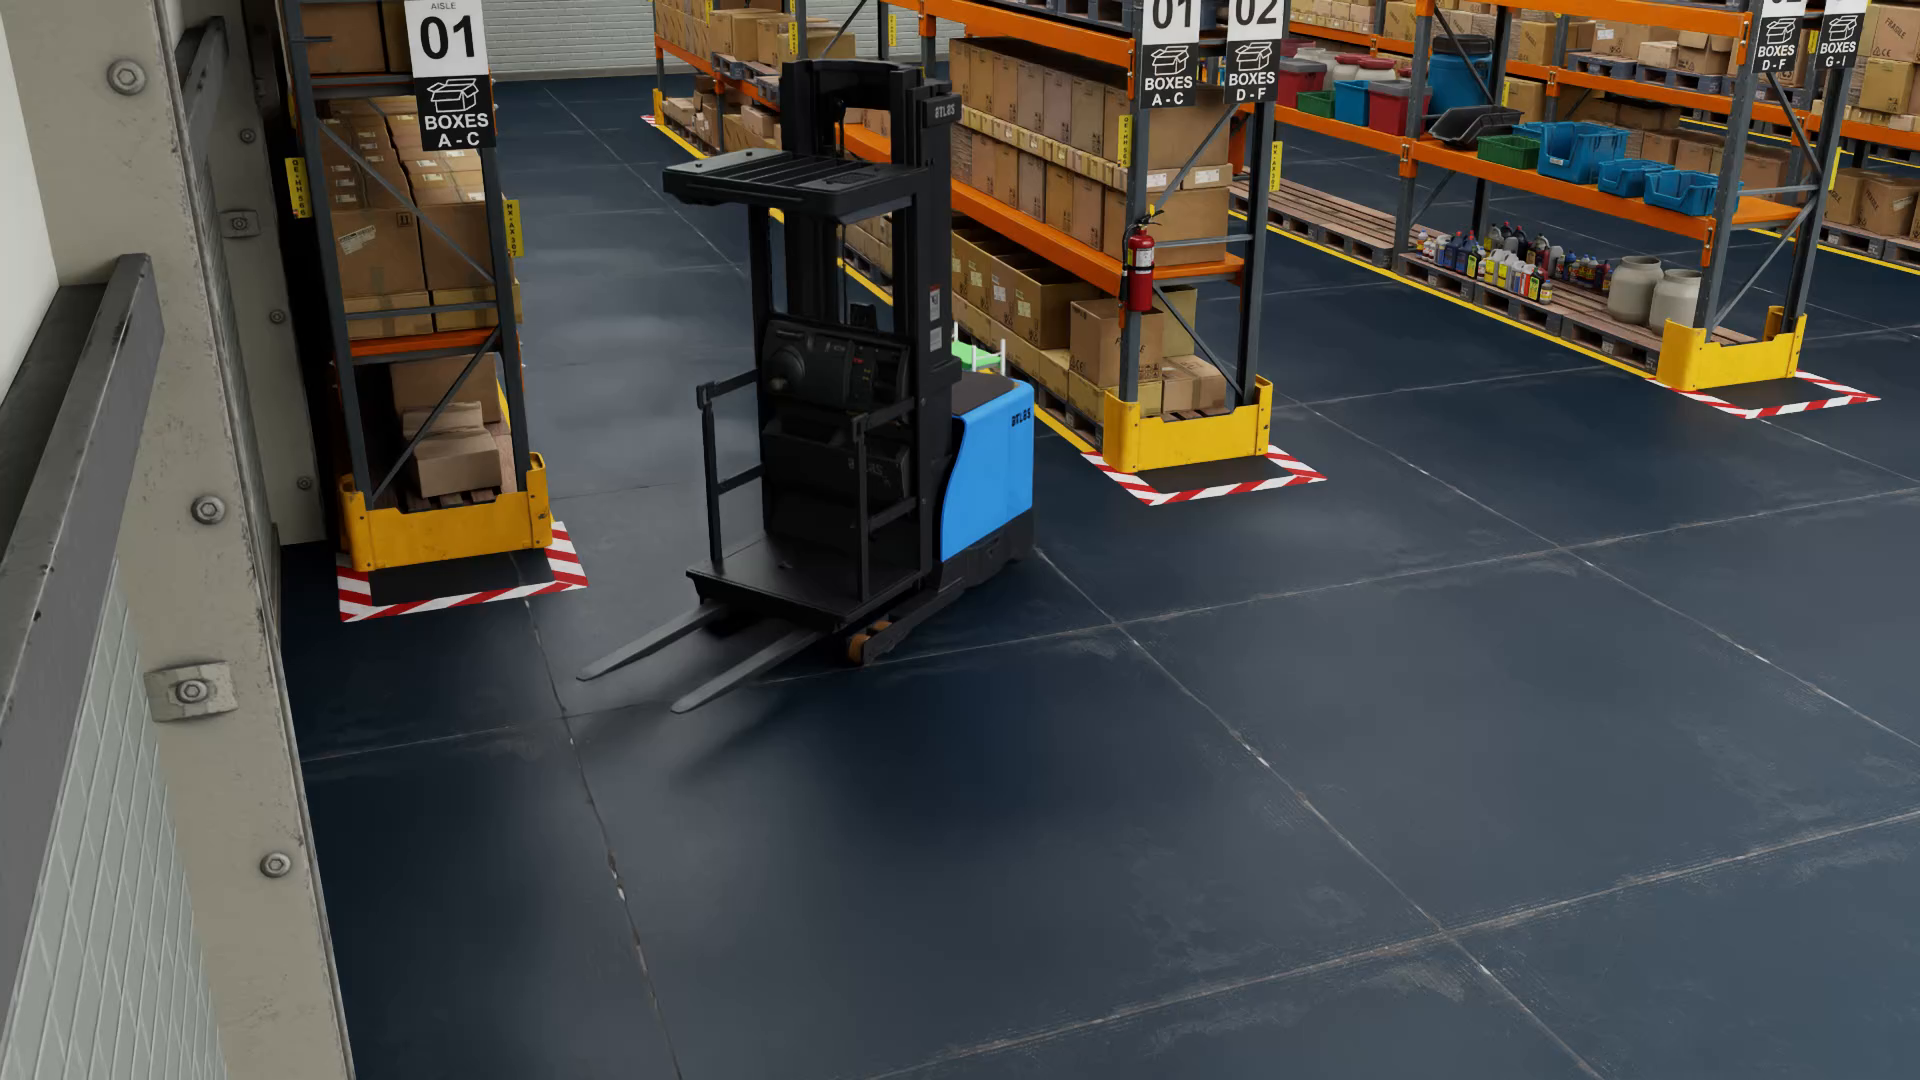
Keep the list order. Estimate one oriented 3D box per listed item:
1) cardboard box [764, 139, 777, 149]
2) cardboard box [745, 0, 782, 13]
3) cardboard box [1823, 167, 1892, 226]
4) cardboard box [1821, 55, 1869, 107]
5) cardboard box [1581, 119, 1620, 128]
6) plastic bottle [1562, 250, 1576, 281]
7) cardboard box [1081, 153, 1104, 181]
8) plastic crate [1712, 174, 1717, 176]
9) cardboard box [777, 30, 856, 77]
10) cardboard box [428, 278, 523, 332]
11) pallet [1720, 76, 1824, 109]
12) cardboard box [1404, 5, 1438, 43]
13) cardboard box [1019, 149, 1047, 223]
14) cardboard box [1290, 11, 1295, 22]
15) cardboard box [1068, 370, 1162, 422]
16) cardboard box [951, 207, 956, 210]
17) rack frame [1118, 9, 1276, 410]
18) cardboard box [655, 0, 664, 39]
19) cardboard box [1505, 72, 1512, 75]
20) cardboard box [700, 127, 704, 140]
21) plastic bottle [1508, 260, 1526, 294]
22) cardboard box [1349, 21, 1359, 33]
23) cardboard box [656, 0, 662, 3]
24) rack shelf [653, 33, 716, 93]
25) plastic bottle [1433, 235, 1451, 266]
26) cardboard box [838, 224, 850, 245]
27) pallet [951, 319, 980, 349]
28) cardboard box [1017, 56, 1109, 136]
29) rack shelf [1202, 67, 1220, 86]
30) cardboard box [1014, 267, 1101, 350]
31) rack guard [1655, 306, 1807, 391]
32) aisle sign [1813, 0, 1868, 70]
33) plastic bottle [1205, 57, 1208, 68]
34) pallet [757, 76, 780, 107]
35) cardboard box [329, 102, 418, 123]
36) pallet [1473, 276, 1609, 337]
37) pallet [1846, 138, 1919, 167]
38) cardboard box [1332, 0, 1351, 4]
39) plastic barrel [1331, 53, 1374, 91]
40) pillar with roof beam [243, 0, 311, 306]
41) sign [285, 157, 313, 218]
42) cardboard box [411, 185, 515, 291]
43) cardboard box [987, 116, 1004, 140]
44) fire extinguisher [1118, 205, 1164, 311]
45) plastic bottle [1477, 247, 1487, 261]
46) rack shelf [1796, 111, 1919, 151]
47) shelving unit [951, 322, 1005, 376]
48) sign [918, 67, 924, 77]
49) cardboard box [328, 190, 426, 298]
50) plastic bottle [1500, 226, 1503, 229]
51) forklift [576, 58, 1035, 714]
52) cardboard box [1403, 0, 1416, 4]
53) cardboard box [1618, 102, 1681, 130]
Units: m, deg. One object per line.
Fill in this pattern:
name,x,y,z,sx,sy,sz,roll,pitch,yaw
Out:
cardboard box,-1.986,-4.436,19.564,0.500,0.500,0.500,-9,25,-21
cardboard box,-2.570,-7.059,21.720,0.500,0.500,0.500,-8,24,-18
cardboard box,9.532,-3.684,17.807,0.500,0.500,0.500,-9,25,-21
cardboard box,9.529,-4.805,17.275,0.875,0.500,0.500,-8,24,-19
cardboard box,8.271,-5.057,21.038,0.700,0.500,0.500,-10,25,-22
plastic bottle,5.631,-2.542,15.365,0.097,0.271,0.097,0,23,0
cardboard box,1.075,-2.628,11.658,0.380,0.149,0.250,-9,24,-20
plastic crate,6.193,-2.908,13.628,0.298,0.136,0.250,-8,24,-19
cardboard box,-1.582,-5.342,18.393,0.700,0.500,0.500,-18,29,-36
cardboard box,-2.936,-1.462,10.024,0.500,0.250,0.500,-9,25,-21
pallet,9.294,-5.003,18.504,1.003,0.211,1.213,-8,24,-19
cardboard box,6.709,-7.362,23.727,0.500,0.500,0.500,-8,24,-19
cardboard box,0.870,-2.762,12.812,0.700,0.500,0.500,-8,24,-17
cardboard box,5.462,-8.397,26.633,0.380,0.149,0.250,-9,24,-20
cardboard box,1.107,-1.063,11.909,0.500,0.250,0.500,-8,24,-19
cardboard box,-0.110,-3.175,16.199,0.500,0.311,0.500,-9,25,-21
rack frame,1.572,-1.982,11.091,1.000,3.000,0.127,-8,24,-19
cardboard box,-4.170,-7.644,24.396,0.500,0.500,0.500,-8,24,-18
cardboard box,7.483,-6.040,22.913,1.225,0.875,0.875,-8,24,-19
cardboard box,-3.322,-5.528,22.607,0.380,0.149,0.250,-8,24,-19
plastic bottle,5.036,-2.361,14.930,0.152,0.276,0.135,-9,24,-20
cardboard box,6.097,-7.744,25.085,0.380,0.149,0.250,-8,24,-18
cardboard box,-4.170,-8.105,24.202,0.500,0.500,0.500,-8,24,-17
rack shelf,-3.373,-6.738,23.300,1.077,0.370,4.000,-8,24,-19
plastic bottle,4.637,-2.772,15.905,0.152,0.276,0.135,-7,24,-17
cardboard box,-0.976,-3.214,17.014,0.500,0.250,0.500,-9,24,-20
pallet,0.401,-1.856,14.381,1.003,0.211,1.213,-8,24,-19
cardboard box,0.854,-3.372,12.589,0.700,0.500,0.500,-8,24,-19
rack shelf,2.675,-5.962,21.461,1.077,0.370,4.000,-8,24,-19
cardboard box,0.738,-1.770,12.620,0.500,0.500,0.500,-8,24,-19
rack guard,6.137,-1.530,13.236,1.175,0.500,0.348,-8,24,-19
aisle sign,6.507,-3.872,12.228,0.394,0.787,0.004,-8,24,-19
plastic bottle,3.166,-6.141,21.109,0.061,0.283,0.133,-8,24,-19
pallet,-1.559,-5.037,18.586,1.213,0.211,1.003,-8,24,-19
cardboard box,-4.622,-3.193,13.268,0.700,0.500,0.500,-8,24,-19
pallet,5.428,-2.135,15.044,1.003,0.211,1.213,-8,24,-19
pallet,12.899,-5.309,22.574,1.003,0.211,1.213,-8,24,-19
cardboard box,6.016,-8.427,25.226,0.500,0.500,0.500,-8,24,-18
plastic barrel,4.250,-4.978,18.024,0.433,0.535,0.433,0,23,0
pillar with roof beam,-2.209,-6.972,15.206,9.100,9.000,0.400,-8,24,-19
sign,-3.587,-1.911,9.025,0.100,0.325,0.005,-8,24,-19
cardboard box,-2.948,-1.802,9.864,0.500,0.500,0.500,-8,24,-19
cardboard box,0.435,-3.285,13.219,0.380,0.149,0.250,-9,25,-21
fire extinguisher,1.180,-1.840,10.853,0.296,0.674,0.183,-8,24,-19
plastic bottle,4.845,-2.592,15.485,0.097,0.271,0.097,0,23,0
rack shelf,10.135,-3.735,16.176,1.077,0.370,4.000,-8,24,-19
shelving unit,0.027,-0.707,10.384,0.258,1.200,0.503,-16,28,-33
sign,-0.345,-3.855,14.145,0.100,0.325,0.005,-8,24,-19
cardboard box,-3.426,-1.729,9.692,0.500,0.500,0.500,-9,24,-20
plastic bottle,5.273,-2.935,16.283,0.061,0.283,0.133,-7,24,-16
forklift,-0.773,-0.900,8.613,1.130,2.935,3.031,14,27,30
cardboard box,6.835,-7.978,23.895,0.797,0.503,0.637,-9,24,-20
cardboard box,8.477,-5.213,20.442,0.500,0.250,0.500,-6,23,-13
